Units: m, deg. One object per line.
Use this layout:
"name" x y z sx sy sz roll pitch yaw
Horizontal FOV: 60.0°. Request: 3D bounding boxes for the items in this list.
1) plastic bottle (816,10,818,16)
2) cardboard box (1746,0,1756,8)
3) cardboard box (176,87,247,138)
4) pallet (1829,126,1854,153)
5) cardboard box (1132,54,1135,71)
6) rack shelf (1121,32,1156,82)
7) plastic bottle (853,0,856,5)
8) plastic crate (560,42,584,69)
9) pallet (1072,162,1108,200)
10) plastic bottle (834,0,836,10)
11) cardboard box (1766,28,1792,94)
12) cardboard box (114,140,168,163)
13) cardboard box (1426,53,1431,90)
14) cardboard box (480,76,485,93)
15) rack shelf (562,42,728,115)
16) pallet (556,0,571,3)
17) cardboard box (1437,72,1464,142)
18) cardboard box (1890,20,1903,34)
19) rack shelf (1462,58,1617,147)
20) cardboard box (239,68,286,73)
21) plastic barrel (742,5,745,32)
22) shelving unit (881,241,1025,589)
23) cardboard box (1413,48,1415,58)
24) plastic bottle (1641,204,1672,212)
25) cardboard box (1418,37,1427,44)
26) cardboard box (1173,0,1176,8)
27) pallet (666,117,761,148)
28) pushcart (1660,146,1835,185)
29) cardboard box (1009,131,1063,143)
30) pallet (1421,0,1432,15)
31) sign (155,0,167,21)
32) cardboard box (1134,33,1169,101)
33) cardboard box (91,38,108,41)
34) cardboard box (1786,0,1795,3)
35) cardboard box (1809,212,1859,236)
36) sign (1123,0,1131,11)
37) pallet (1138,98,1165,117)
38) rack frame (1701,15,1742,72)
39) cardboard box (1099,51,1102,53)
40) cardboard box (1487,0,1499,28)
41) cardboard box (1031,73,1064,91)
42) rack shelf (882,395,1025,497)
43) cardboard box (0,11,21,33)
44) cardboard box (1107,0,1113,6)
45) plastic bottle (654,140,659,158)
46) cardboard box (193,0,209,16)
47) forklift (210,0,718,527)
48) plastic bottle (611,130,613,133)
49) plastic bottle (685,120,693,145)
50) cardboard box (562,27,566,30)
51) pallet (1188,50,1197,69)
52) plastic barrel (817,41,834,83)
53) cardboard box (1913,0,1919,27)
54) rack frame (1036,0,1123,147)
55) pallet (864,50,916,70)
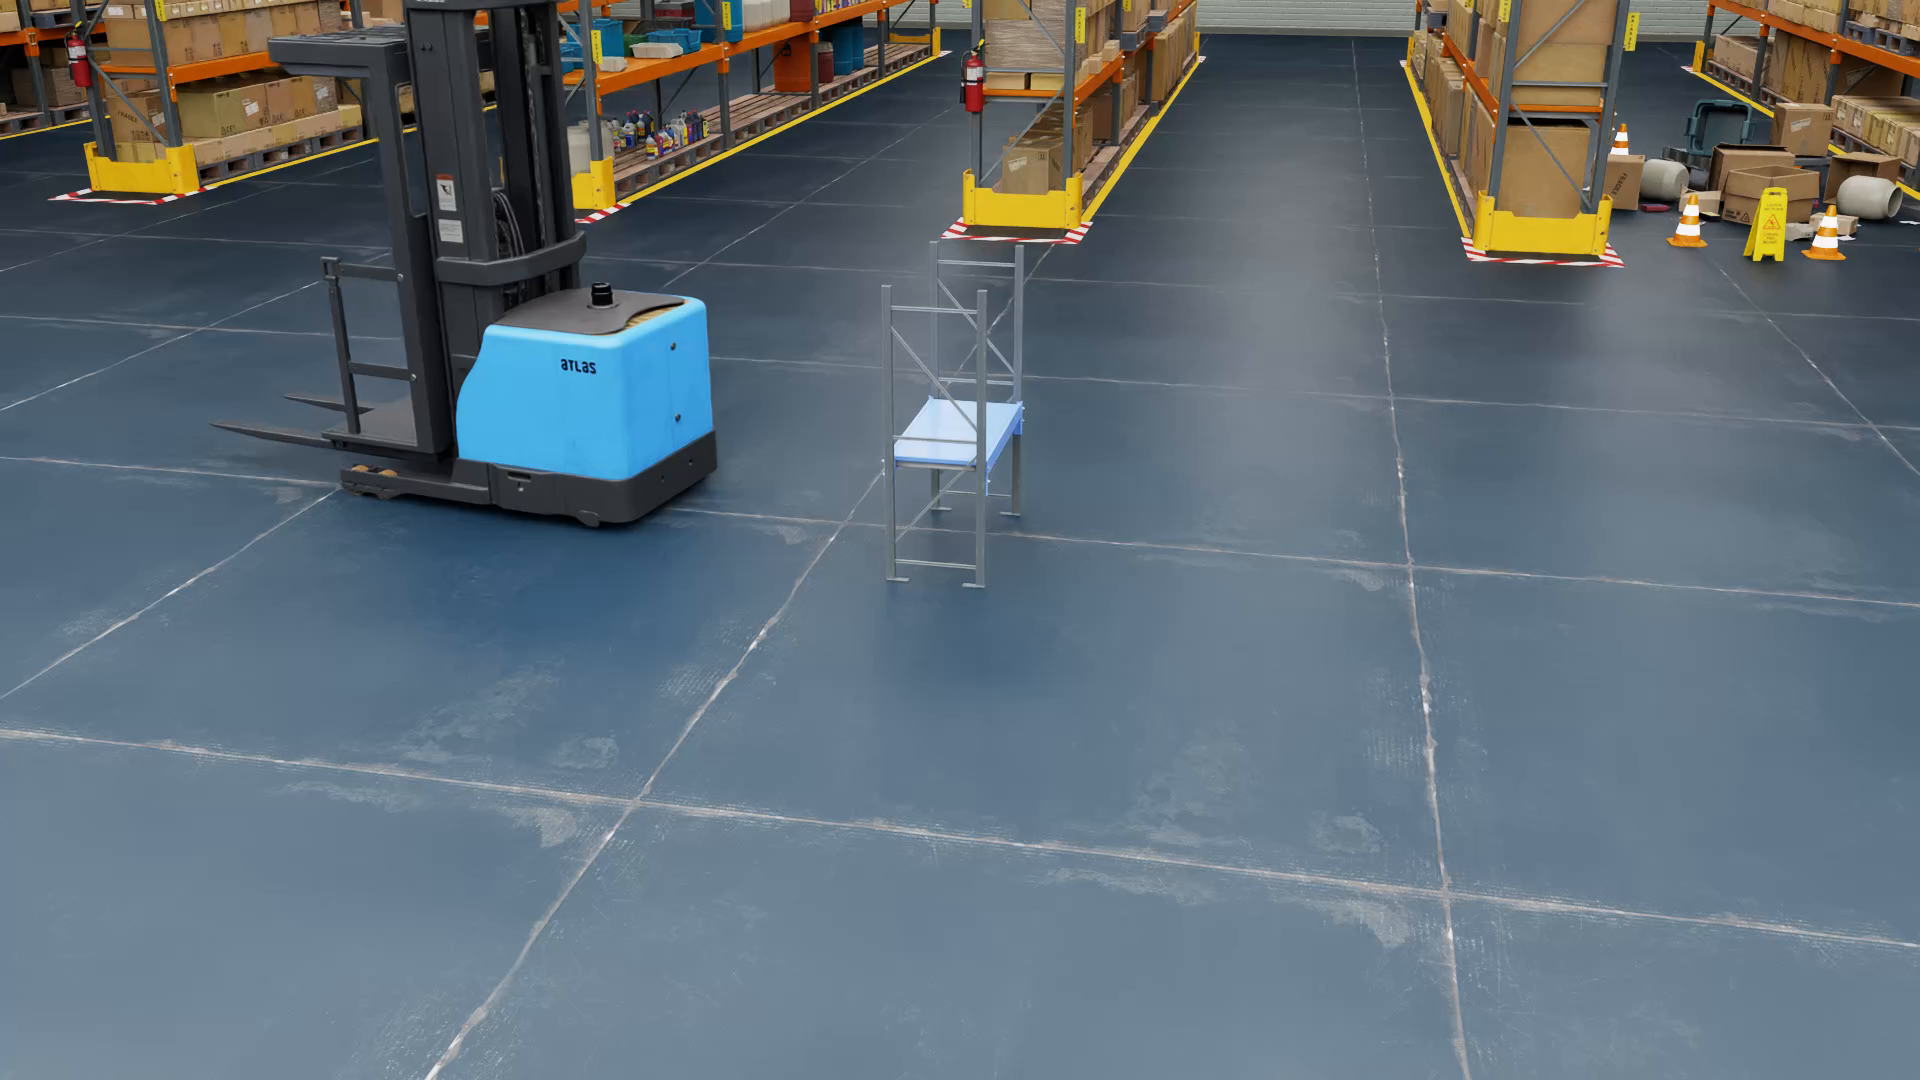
"plastic bottle" -2.199 -7.938 24.713 0.152 0.276 0.135 4 22 11
"cardboard box" 12.707 -8.615 26.097 0.500 0.500 0.500 4 22 10
"cardboard box" -8.657 -4.944 19.229 0.500 0.500 0.500 4 22 11
"pallet" 11.786 -5.149 21.357 1.003 0.211 1.213 4 22 11
"cardboard box" 2.138 -6.629 23.051 0.500 0.250 0.500 5 23 13
"rack shelf" 1.837 -6.419 21.739 1.077 0.370 4.000 4 22 11
"plastic bottle" -1.756 -8.731 26.683 0.152 0.276 0.135 4 22 11
"plastic crate" -4.288 -5.310 18.221 0.499 0.251 0.408 4 22 11
"pallet" 1.080 -4.032 18.582 1.003 0.211 1.213 4 22 11
"plastic bottle" -1.960 -8.314 25.653 0.097 0.271 0.097 0 22 0
"cardboard box" 12.715 -7.168 24.918 0.875 0.875 0.875 5 23 13
"cardboard box" -9.264 -4.453 19.013 0.500 0.250 0.500 4 22 11
"cardboard box" 7.380 -7.123 25.310 0.500 0.500 0.500 5 23 13
"cardboard box" -7.422 -6.760 24.742 0.500 0.250 0.500 4 22 10
"rack shelf" -3.828 -5.333 19.044 1.077 0.370 4.000 4 22 11
"pallet" -7.059 -8.863 27.102 1.003 0.211 1.213 4 22 11
"cardboard box" 6.503 -5.344 20.556 1.050 0.750 0.750 4 22 11
"cardboard box" 11.321 -6.115 19.795 0.380 0.149 0.250 5 23 13
"rack shelf" 5.856 -4.541 17.076 1.077 0.370 4.000 4 22 11
"cardboard box" -8.763 -5.716 21.145 0.500 0.500 0.500 4 22 11
"plastic barrel" -3.010 -6.795 21.528 0.433 0.535 0.433 0 22 0
"shelving unit" -0.017 -0.664 8.496 0.538 1.500 1.048 4 22 11
"cardboard box" 8.292 -8.700 29.694 0.380 0.149 0.250 5 22 12
"plastic bottle" 7.290 -3.476 17.402 0.283 0.061 0.133 -3 22 -8
"cardboard box" 8.024 -8.494 28.388 0.380 0.149 0.250 5 22 12
"cardboard box" 3.126 -8.621 26.110 0.500 0.500 0.500 5 23 13
"pallet" -3.297 -5.395 21.967 1.003 0.211 1.213 4 22 11
"pushcart" 8.888 -4.205 18.789 1.648 0.377 0.936 -3 22 -8
"cardboard box" 0.845 -4.042 17.658 0.500 0.500 0.500 11 24 25
"pallet" 7.598 -8.174 25.392 1.003 0.211 1.213 4 22 11
"sign" -8.542 -5.708 17.748 0.100 0.325 0.005 4 22 11
"cardboard box" 2.407 -6.944 24.362 1.225 0.875 0.875 3 22 8
"cardboard box" -12.676 -7.350 24.841 0.500 0.250 0.500 4 22 11
"cardboard box" 12.189 -7.839 23.834 0.500 0.250 0.500 5 22 12
"cardboard box" 8.604 -3.113 16.385 0.380 0.149 0.250 18 28 38
"sign" 1.962 -6.384 19.531 0.100 0.325 0.005 4 22 11
"pallet" 2.480 -6.473 24.643 1.003 0.211 1.213 4 22 11
"rack frame" 13.579 -9.654 28.810 1.000 3.000 0.127 4 22 11
"cardboard box" 1.369 -5.350 18.459 0.380 0.149 0.250 4 22 11
"cardboard box" 5.812 -5.453 16.731 0.875 0.550 0.500 4 22 11
"cardboard box" 0.905 -4.528 16.417 0.380 0.149 0.250 4 22 11
"rack shelf" -0.017 -0.498 8.563 0.538 0.185 1.000 4 22 11
"cardboard box" -12.918 -6.897 22.138 0.500 0.250 0.500 5 22 11
"cardboard box" 1.403 -6.118 18.159 0.500 0.500 0.500 4 22 11
"plastic bottle" -3.540 -4.519 19.216 0.097 0.201 0.097 0 22 0
"cardboard box" -8.690 -5.977 18.677 0.380 0.149 0.250 5 22 11
"forklift" -2.984 -1.762 9.305 3.031 2.935 1.130 8 23 20
"plastic bottle" -4.184 -4.722 19.621 0.152 0.276 0.135 4 22 9
"plastic bottle" -3.300 -4.952 20.182 0.061 0.283 0.133 6 23 14
"cardboard box" -6.797 -8.978 29.887 0.500 0.500 0.500 4 22 11
"pallet" 3.791 -8.818 30.466 1.003 0.211 1.213 4 22 11
"plastic barrel" -2.290 -7.531 26.203 0.600 0.588 0.708 4 22 11
"cardboard box" 11.100 -6.013 18.673 0.500 0.500 0.500 5 22 11
"rack frame" 1.429 -6.021 19.788 1.000 3.000 0.127 4 22 11
"pallet" -1.428 -8.750 30.298 1.003 0.211 1.213 4 22 11
